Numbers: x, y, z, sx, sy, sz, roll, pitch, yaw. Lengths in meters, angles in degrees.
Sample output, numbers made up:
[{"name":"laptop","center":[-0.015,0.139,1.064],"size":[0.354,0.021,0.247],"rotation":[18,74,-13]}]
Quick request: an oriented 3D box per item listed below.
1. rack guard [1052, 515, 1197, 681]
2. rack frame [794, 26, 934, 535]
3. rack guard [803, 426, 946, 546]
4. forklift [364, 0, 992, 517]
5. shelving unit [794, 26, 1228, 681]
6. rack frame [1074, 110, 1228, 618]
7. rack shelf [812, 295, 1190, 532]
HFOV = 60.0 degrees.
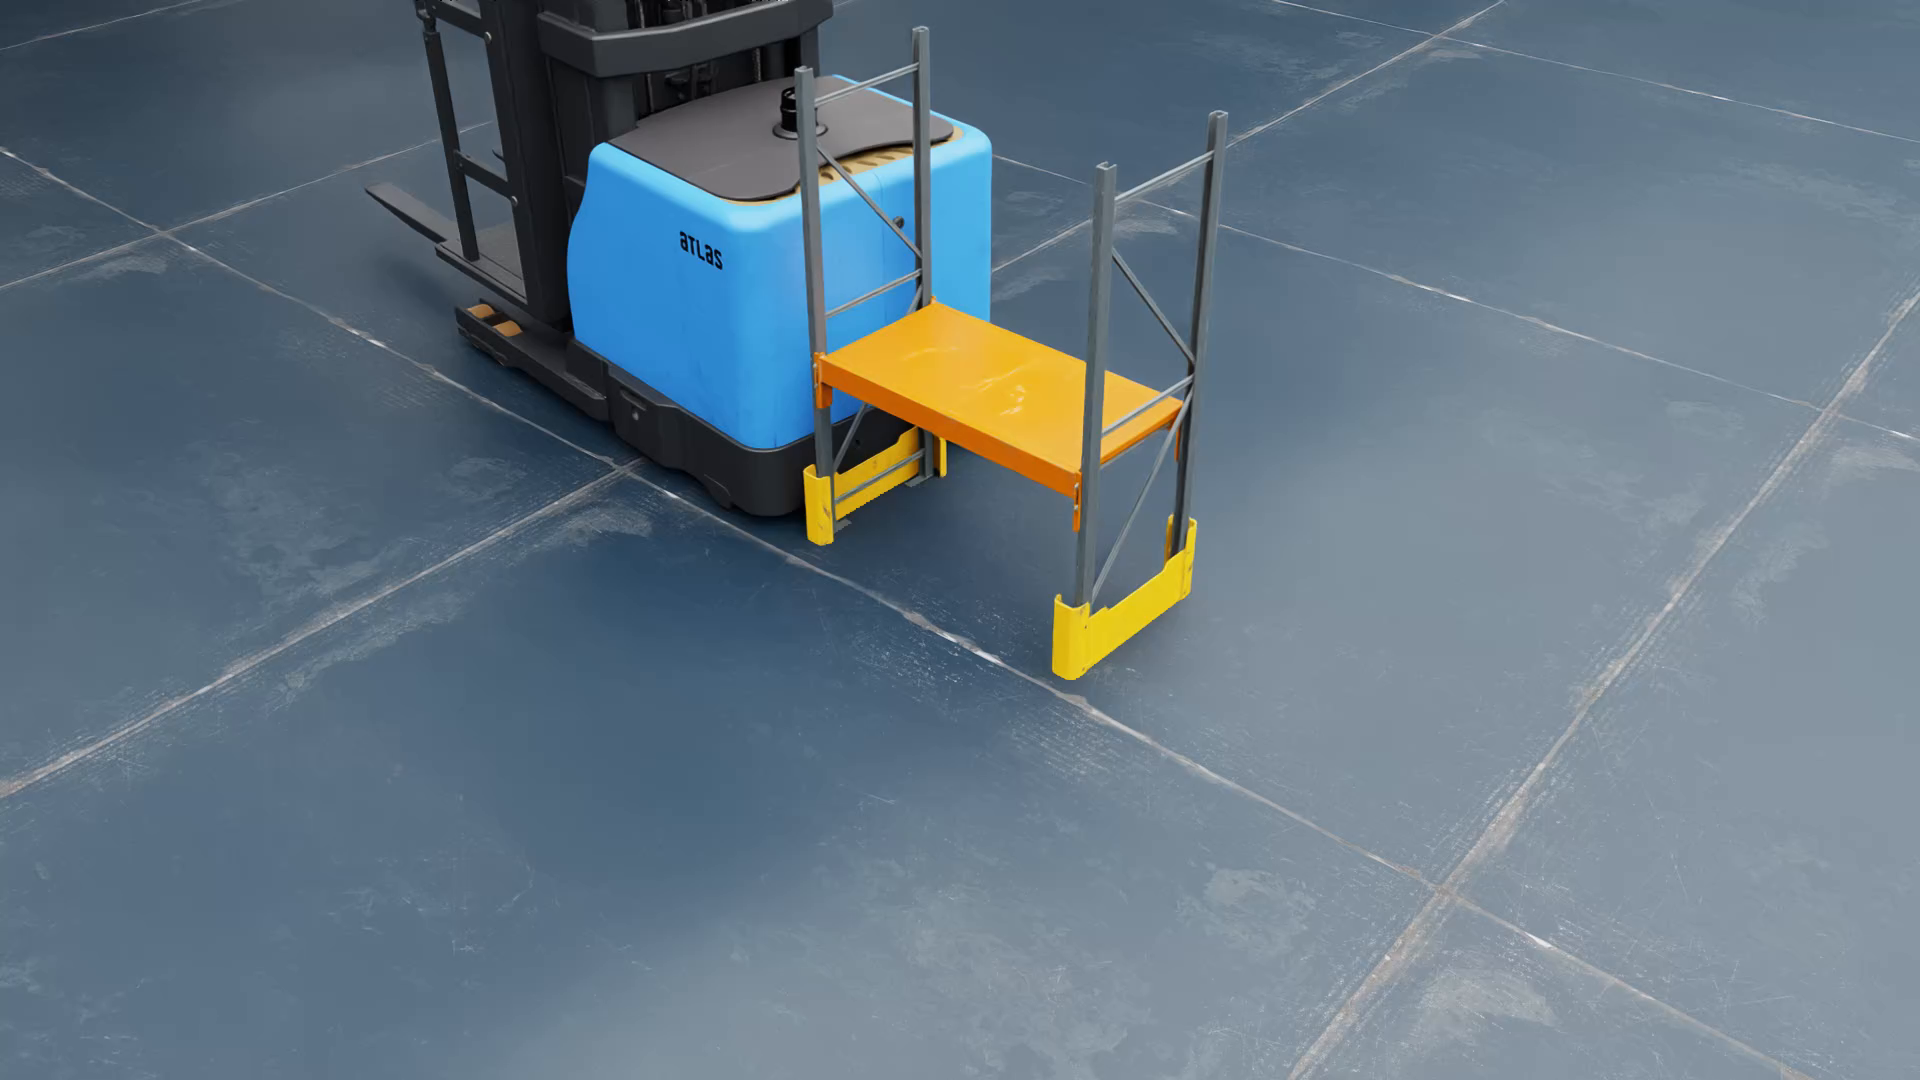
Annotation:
[{"name":"rack guard","center":[0.478,0.159,4.798],"size":[0.087,0.250,0.587],"rotation":[27,43,33]},{"name":"rack frame","center":[-0.265,-0.733,4.993],"size":[0.032,1.500,0.500],"rotation":[27,43,33]},{"name":"rack guard","center":[-0.264,-0.218,5.346],"size":[0.087,0.250,0.587],"rotation":[27,43,33]},{"name":"forklift","center":[-1.253,-2.027,5.613],"size":[1.130,2.935,3.031],"rotation":[-28,43,-34]},{"name":"shelving unit","center":[0.107,-0.545,4.718],"size":[1.083,1.500,0.587],"rotation":[27,43,33]},{"name":"rack frame","center":[0.492,-0.349,4.434],"size":[0.032,1.500,0.500],"rotation":[27,43,33]},{"name":"rack shelf","center":[0.114,-0.393,4.815],"size":[1.000,0.185,0.538],"rotation":[27,43,33]}]
